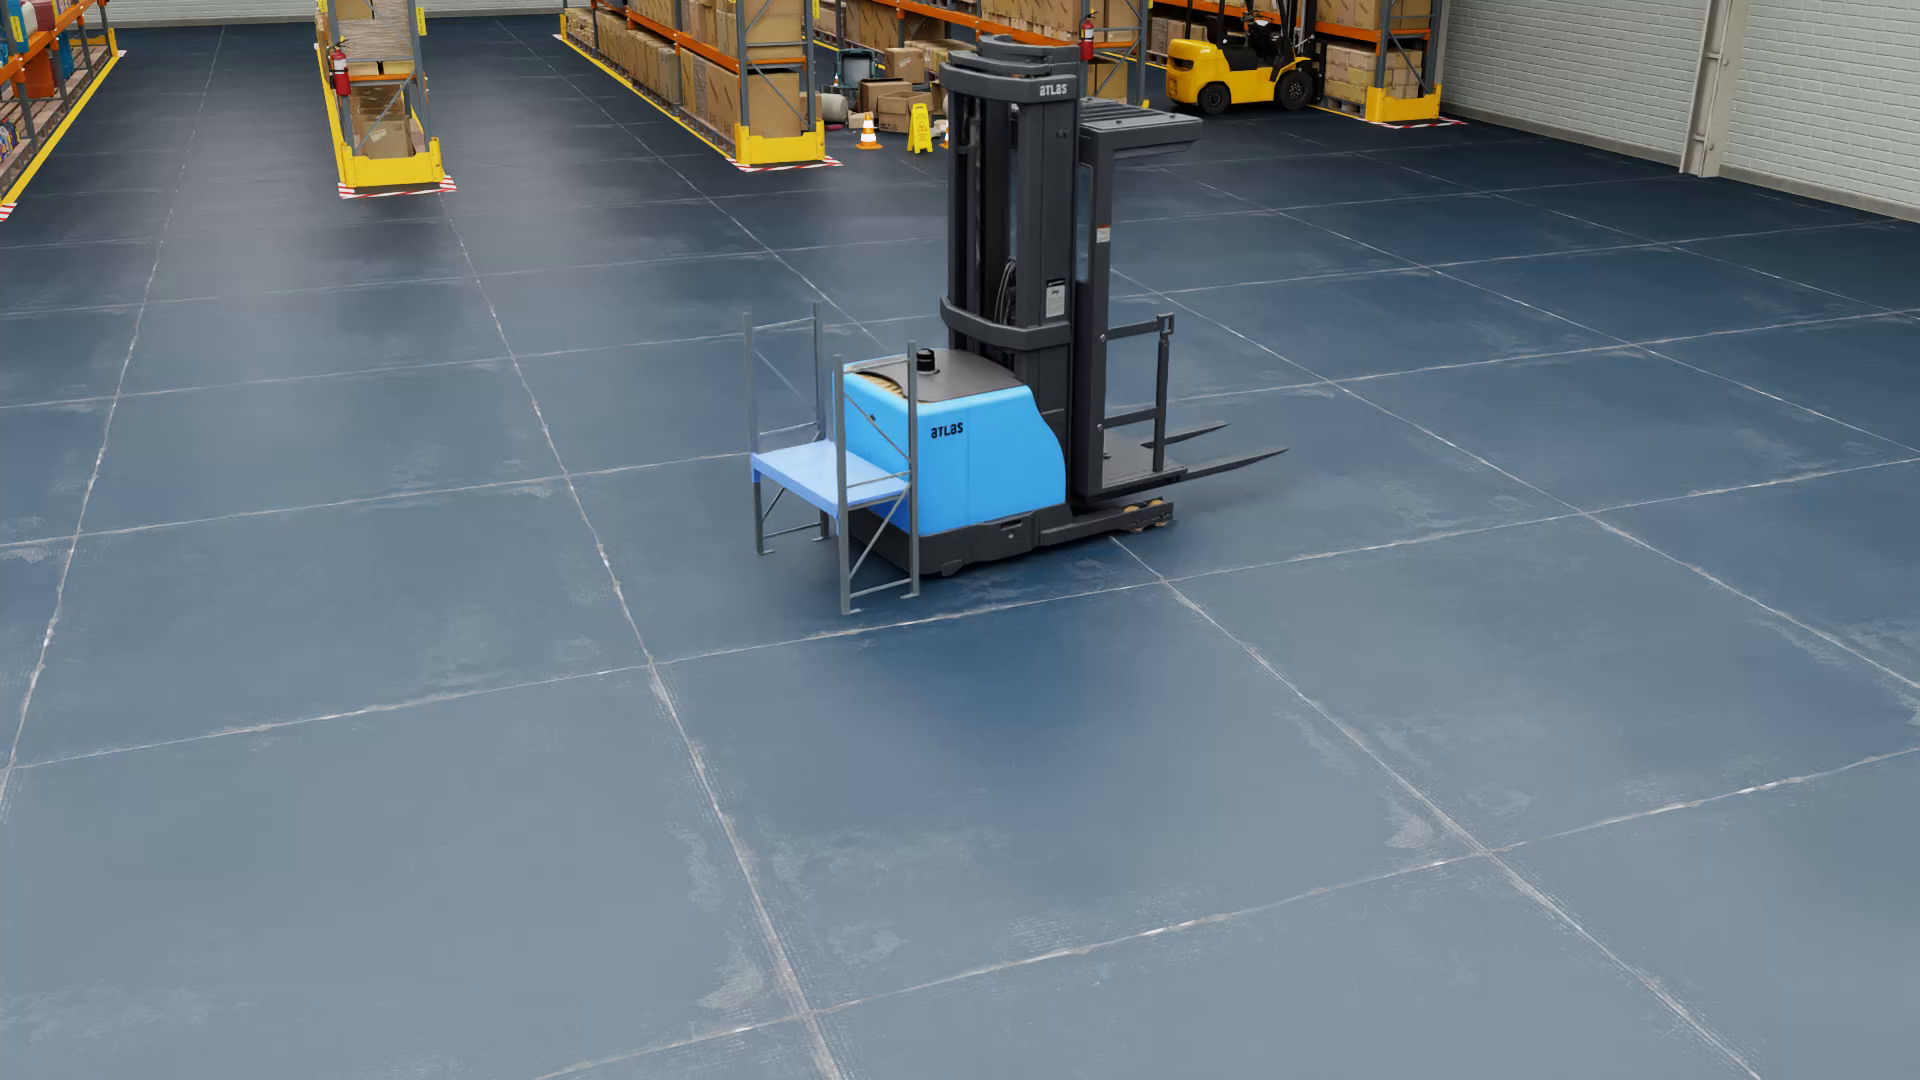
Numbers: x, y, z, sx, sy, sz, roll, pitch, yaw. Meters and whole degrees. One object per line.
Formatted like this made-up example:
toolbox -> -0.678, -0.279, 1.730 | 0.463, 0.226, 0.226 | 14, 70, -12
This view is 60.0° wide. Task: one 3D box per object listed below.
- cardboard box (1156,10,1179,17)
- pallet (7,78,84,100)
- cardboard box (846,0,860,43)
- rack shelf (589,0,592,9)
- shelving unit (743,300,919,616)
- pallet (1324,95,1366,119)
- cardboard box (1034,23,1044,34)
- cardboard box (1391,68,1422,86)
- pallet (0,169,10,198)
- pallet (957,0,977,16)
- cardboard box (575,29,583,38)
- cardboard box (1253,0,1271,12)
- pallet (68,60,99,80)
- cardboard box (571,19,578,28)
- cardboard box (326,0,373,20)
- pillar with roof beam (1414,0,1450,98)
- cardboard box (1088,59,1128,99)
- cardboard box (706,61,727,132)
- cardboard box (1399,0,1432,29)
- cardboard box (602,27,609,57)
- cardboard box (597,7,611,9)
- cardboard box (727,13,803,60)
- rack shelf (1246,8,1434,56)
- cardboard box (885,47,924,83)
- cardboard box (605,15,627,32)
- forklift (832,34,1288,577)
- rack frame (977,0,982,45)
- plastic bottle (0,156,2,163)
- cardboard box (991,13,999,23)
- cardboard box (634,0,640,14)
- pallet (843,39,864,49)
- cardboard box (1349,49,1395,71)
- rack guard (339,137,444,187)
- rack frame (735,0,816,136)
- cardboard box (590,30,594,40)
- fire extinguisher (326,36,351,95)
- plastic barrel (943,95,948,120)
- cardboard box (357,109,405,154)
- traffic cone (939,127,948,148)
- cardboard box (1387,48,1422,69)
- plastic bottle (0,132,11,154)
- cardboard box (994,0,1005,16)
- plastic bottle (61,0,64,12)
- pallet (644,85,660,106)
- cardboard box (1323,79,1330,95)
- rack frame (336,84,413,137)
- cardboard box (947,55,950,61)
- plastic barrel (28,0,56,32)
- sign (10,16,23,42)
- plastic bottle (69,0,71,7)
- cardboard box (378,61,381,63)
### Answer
cardboard box -> 4.099, -10.385, 32.870 | 0.380, 0.149, 0.250 | -7, 24, -16
pallet -> -15.300, -7.529, 27.842 | 1.003, 0.211, 1.213 | -8, 24, -19
cardboard box -> -1.769, -10.584, 33.693 | 0.875, 0.875, 0.875 | -8, 24, -17
rack shelf -> -7.365, -11.263, 34.036 | 1.077, 0.370, 4.000 | -8, 24, -19
shelving unit -> -0.735, -0.489, 9.479 | 0.538, 1.500, 1.048 | -15, 27, -31
pallet -> 6.509, -6.893, 26.332 | 1.003, 0.211, 1.213 | -8, 24, -19
cardboard box -> 1.326, -7.669, 24.907 | 0.380, 0.149, 0.250 | -9, 24, -20
cardboard box -> 6.846, -7.262, 25.973 | 0.500, 0.250, 0.500 | -8, 24, -18
pallet -> -12.082, -4.216, 19.981 | 1.003, 0.211, 1.213 | -8, 24, -19
pallet -> 0.629, -8.886, 27.717 | 1.003, 0.211, 1.213 | -8, 24, -19
cardboard box -> -7.749, -10.503, 34.438 | 0.380, 0.149, 0.250 | -10, 25, -22
cardboard box -> 5.318, -9.208, 28.106 | 0.500, 0.500, 0.500 | -9, 24, -20
pallet -> -16.264, -8.521, 30.195 | 1.003, 0.211, 1.213 | -8, 24, -19
cardboard box -> -7.924, -10.820, 34.806 | 0.380, 0.149, 0.250 | -8, 24, -17
cardboard box -> -7.521, -6.673, 20.422 | 0.500, 0.500, 0.500 | -8, 24, -19
pillar with roof beam -> 3.388, -10.456, 23.472 | 9.100, 9.000, 0.400 | -8, 24, -19
cardboard box -> 2.141, -6.835, 24.638 | 0.500, 0.500, 0.500 | -9, 25, -21
cardboard box -> -3.033, -6.279, 23.479 | 0.875, 0.875, 0.875 | -9, 24, -20
cardboard box -> 6.903, -8.170, 25.643 | 0.500, 0.500, 0.500 | -8, 24, -17
cardboard box -> -6.457, -9.412, 31.397 | 0.500, 0.500, 0.500 | -7, 24, -17
cardboard box -> -7.647, -11.317, 35.603 | 0.380, 0.149, 0.250 | -8, 24, -18
cardboard box -> -2.593, -6.705, 22.103 | 0.875, 0.550, 0.550 | -8, 24, -19
rack shelf -> 6.112, -8.301, 27.009 | 1.077, 0.370, 4.000 | -8, 24, -19
cardboard box -> -0.892, -7.619, 26.707 | 0.500, 0.500, 0.500 | -8, 24, -19
cardboard box -> -6.278, -9.571, 30.808 | 0.500, 0.250, 0.500 | -7, 24, -17
forklift -> 0.741, -1.553, 10.161 | 3.031, 2.935, 1.130 | -14, 26, -29
rack frame -> 0.763, -8.677, 26.974 | 1.000, 3.000, 0.127 | -8, 24, -19
plastic bottle -> -12.114, -4.836, 20.899 | 0.097, 0.201, 0.097 | 0, 23, 0
cardboard box -> 0.712, -8.318, 26.446 | 0.380, 0.149, 0.250 | -8, 24, -17
cardboard box -> -5.157, -9.076, 27.792 | 0.500, 0.500, 0.500 | -9, 24, -19
pallet -> -1.720, -10.028, 33.772 | 1.003, 0.211, 1.213 | -8, 24, -19
cardboard box -> 6.364, -7.417, 25.698 | 0.500, 0.250, 0.500 | -8, 24, -17
rack guard -> -7.122, -4.739, 20.851 | 1.175, 0.500, 0.348 | -8, 24, -19
rack frame -> -2.419, -6.507, 21.827 | 1.000, 3.000, 0.127 | -8, 24, -19
cardboard box -> -7.067, -9.955, 32.755 | 0.380, 0.149, 0.250 | -8, 24, -18
fire extinguisher -> -7.486, -5.723, 20.066 | 0.296, 0.674, 0.183 | -8, 24, -19
plastic barrel -> 0.030, -6.579, 25.314 | 0.512, 0.421, 0.421 | 8, 24, 18
cardboard box -> -7.543, -5.347, 21.752 | 0.500, 0.500, 0.500 | -2, 23, -5
traffic cone -> -0.101, -5.758, 23.315 | 0.336, 0.463, 0.334 | -8, 24, -19
cardboard box -> 6.825, -7.493, 25.879 | 0.500, 0.250, 0.500 | -9, 24, -20
plastic bottle -> -12.409, -5.144, 21.533 | 0.152, 0.276, 0.135 | -8, 24, -18
cardboard box -> 0.857, -8.482, 26.002 | 0.500, 0.500, 0.500 | -8, 24, -19
plastic bottle -> -15.172, -9.023, 27.956 | 0.152, 0.276, 0.135 | -8, 24, -19
pallet -> -4.610, -7.390, 27.511 | 1.003, 0.211, 1.213 | -8, 24, -19
cardboard box -> 6.022, -7.324, 26.765 | 0.500, 0.250, 0.500 | -8, 24, -18
rack frame -> -8.508, -7.317, 23.748 | 1.000, 3.000, 0.127 | -8, 24, -19
cardboard box -> 0.318, -8.110, 28.473 | 0.950, 0.372, 0.625 | -7, 24, -16
plastic barrel -> -14.108, -8.026, 25.256 | 0.600, 0.536, 0.708 | -8, 24, -19
sign -> -12.623, -6.836, 22.251 | 0.100, 0.325, 0.005 | -8, 24, -19
plastic bottle -> -15.526, -9.388, 28.822 | 0.152, 0.276, 0.135 | -8, 24, -19
cardboard box -> -7.421, -6.337, 21.747 | 0.380, 0.149, 0.250 | -8, 24, -19
